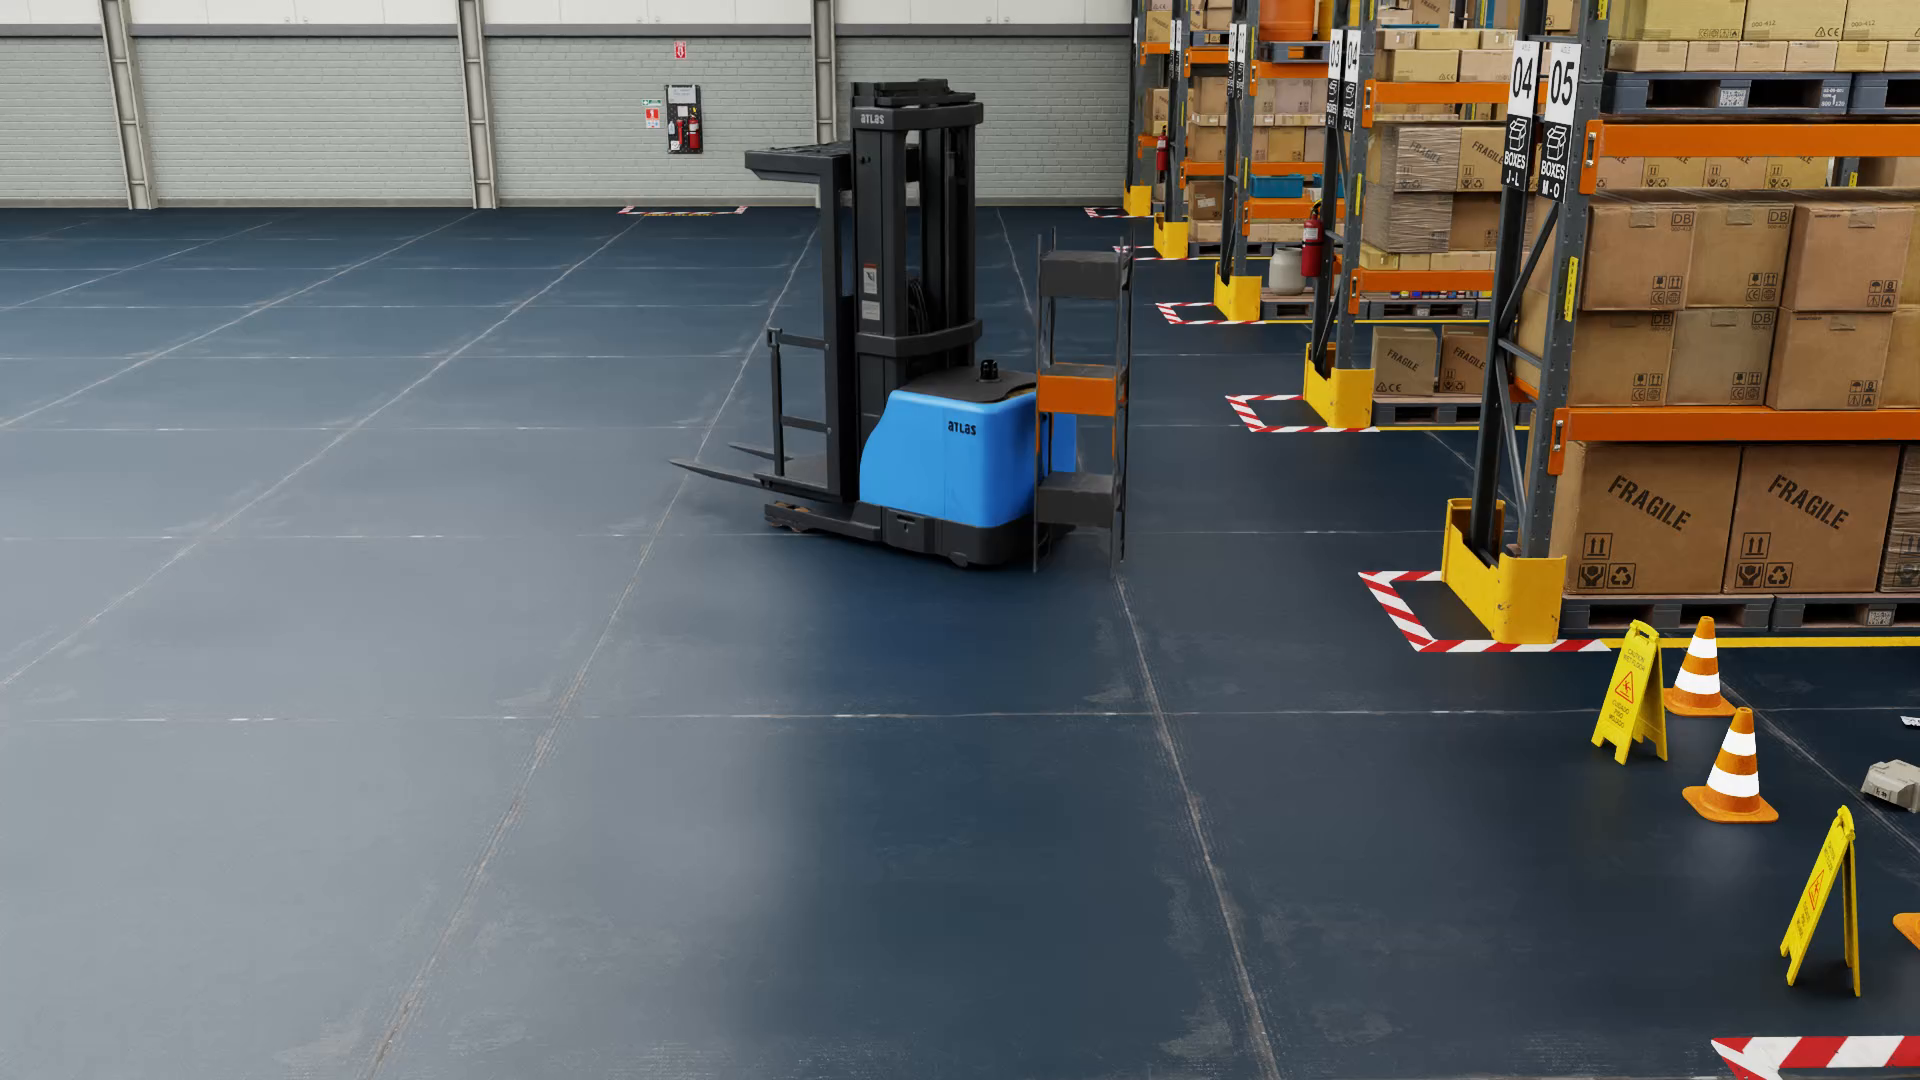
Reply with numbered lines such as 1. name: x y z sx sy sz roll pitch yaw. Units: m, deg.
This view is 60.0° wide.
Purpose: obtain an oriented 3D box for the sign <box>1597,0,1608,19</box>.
1. sign: 3.184 -2.740 8.208 0.005 0.325 0.100 0 18 -1

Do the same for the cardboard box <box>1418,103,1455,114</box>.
1. cardboard box: 6.607 -6.249 23.329 0.500 0.500 0.700 0 18 -1

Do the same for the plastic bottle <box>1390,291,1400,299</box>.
1. plastic bottle: 4.943 -2.879 18.859 0.097 0.271 0.097 0 18 0

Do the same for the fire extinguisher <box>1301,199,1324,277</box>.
1. fire extinguisher: 3.082 -2.646 14.513 0.183 0.674 0.296 0 18 -1

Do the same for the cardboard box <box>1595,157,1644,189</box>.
1. cardboard box: 5.258 -3.135 13.622 0.500 0.500 0.500 0 18 -1

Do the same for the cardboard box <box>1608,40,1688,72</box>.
1. cardboard box: 3.529 -2.487 8.541 0.250 0.149 0.380 0 18 0

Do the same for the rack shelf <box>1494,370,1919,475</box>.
1. rack shelf: 5.181 -0.695 9.480 4.000 0.370 1.077 0 18 -1

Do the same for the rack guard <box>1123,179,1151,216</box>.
1. rack guard: 3.045 -5.891 28.595 0.348 0.500 1.175 0 18 -1

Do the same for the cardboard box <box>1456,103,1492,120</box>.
1. cardboard box: 8.695 -7.363 28.206 0.500 0.500 0.700 2 18 7

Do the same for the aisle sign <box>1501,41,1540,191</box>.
1. aisle sign: 3.105 -2.357 9.227 0.004 0.787 0.394 0 18 -1

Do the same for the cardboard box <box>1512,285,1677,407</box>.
1. cardboard box: 3.551 -1.115 9.366 0.550 0.550 0.875 0 18 -1

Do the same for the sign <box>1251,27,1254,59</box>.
1. sign: 3.130 -5.320 17.796 0.005 0.325 0.100 0 18 -1

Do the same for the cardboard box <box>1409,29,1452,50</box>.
1. cardboard box: 3.743 -3.992 13.263 0.250 0.149 0.380 0 18 0

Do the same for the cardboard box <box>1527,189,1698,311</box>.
1. cardboard box: 3.552 -1.603 9.121 0.550 0.550 0.875 0 18 -1

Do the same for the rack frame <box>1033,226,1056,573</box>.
1. rack frame: 0.520 -0.850 10.260 0.015 2.100 0.400 5 18 15

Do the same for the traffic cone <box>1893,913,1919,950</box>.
1. traffic cone: 3.770 1.296 6.251 0.334 0.463 0.336 0 18 -1

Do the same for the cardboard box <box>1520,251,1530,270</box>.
1. cardboard box: 4.742 -2.360 13.905 0.250 0.149 0.380 0 18 -1

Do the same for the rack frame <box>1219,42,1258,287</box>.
1. rack frame: 3.125 -4.056 18.779 0.127 3.000 1.000 0 18 -1

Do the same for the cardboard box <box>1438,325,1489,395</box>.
1. cardboard box: 4.425 -1.564 14.416 0.500 0.500 0.500 4 18 14

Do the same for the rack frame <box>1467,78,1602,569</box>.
1. rack frame: 3.181 -1.027 9.340 0.127 3.000 1.000 0 18 -1

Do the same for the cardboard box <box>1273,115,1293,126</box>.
1. cardboard box: 4.479 -5.866 23.199 0.250 0.149 0.380 -1 18 -3

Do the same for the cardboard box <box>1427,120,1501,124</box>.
1. cardboard box: 4.249 -3.290 14.107 0.500 0.500 0.500 0 18 -1

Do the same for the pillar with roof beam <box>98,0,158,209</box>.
1. pillar with roof beam: -14.275 -8.804 23.760 0.400 9.000 9.100 0 18 -1

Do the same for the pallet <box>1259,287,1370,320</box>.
1. pallet: 4.013 -2.745 19.258 1.213 0.211 1.003 0 18 -1

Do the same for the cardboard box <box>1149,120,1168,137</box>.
1. cardboard box: 3.462 -6.925 27.937 0.500 0.250 0.500 -1 18 -2

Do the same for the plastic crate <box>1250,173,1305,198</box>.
1. plastic crate: 3.621 -4.079 19.095 0.616 0.251 0.499 0 18 -1

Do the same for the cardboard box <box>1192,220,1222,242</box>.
1. cardboard box: 3.591 -4.394 23.648 0.500 0.250 0.500 0 18 -1

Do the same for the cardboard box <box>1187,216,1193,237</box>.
1. cardboard box: 3.582 -4.552 24.141 0.500 0.250 0.500 0 18 -1

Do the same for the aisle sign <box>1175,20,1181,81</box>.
1. aisle sign: 2.990 -6.712 22.806 0.004 0.787 0.394 0 18 -1

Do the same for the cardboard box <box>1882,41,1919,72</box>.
1. cardboard box: 4.791 -2.494 8.560 0.250 0.149 0.380 0 18 -1

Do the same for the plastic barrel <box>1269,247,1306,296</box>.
1. plastic barrel: 3.782 -3.097 19.178 0.421 0.512 0.421 0 18 0

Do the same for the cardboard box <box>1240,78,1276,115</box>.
1. cardboard box: 4.097 -6.237 23.291 0.500 0.500 0.700 -1 18 -2

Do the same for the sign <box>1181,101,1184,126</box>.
1. sign: 3.054 -5.849 22.823 0.005 0.325 0.100 0 18 -1

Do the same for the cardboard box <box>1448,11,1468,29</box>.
1. cardboard box: 8.132 -8.668 27.704 0.500 0.311 0.500 0 18 1

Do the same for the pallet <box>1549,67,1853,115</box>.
1. pallet: 3.922 -2.420 8.916 1.213 0.211 1.003 0 18 -1

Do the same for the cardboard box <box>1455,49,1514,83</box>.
1. cardboard box: 4.205 -3.827 13.403 0.500 0.250 0.500 -1 18 -2

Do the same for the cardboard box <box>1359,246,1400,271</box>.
1. cardboard box: 3.492 -2.352 13.879 0.250 0.149 0.380 0 18 -1

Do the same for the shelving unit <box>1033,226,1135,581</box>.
1. shelving unit: 0.754 -0.829 10.195 0.503 2.100 0.431 5 18 15

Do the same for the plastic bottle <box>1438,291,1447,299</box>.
1. plastic bottle: 5.485 -2.849 18.878 0.097 0.201 0.097 0 18 0

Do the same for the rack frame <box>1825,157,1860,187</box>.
1. rack frame: 7.203 -2.562 14.124 0.127 3.000 1.000 0 18 -1

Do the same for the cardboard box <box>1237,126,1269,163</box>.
1. cardboard box: 4.043 -5.618 23.487 0.500 0.500 0.700 0 18 1

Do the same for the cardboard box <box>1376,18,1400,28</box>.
1. cardboard box: 5.849 -7.074 22.772 0.250 0.149 0.380 0 18 -1

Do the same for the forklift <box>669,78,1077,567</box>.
1. forklift: -0.711 -1.563 11.122 3.031 2.935 1.130 13 22 35

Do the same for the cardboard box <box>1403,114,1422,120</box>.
1. cardboard box: 6.273 -5.875 23.225 0.250 0.149 0.380 -1 18 -2

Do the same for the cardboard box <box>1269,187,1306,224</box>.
1. cardboard box: 4.590 -4.760 23.562 0.500 0.500 0.500 0 18 -1

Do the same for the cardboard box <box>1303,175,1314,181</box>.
1. cardboard box: 5.931 -6.103 28.533 0.500 0.500 0.500 -2 18 -5

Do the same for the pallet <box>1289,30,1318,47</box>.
1. pallet: 4.981 -6.957 23.058 1.213 0.211 1.003 0 18 -1

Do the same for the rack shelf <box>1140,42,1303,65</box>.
1. rack shelf: 4.969 -8.177 27.894 4.000 0.370 1.077 0 18 -1
